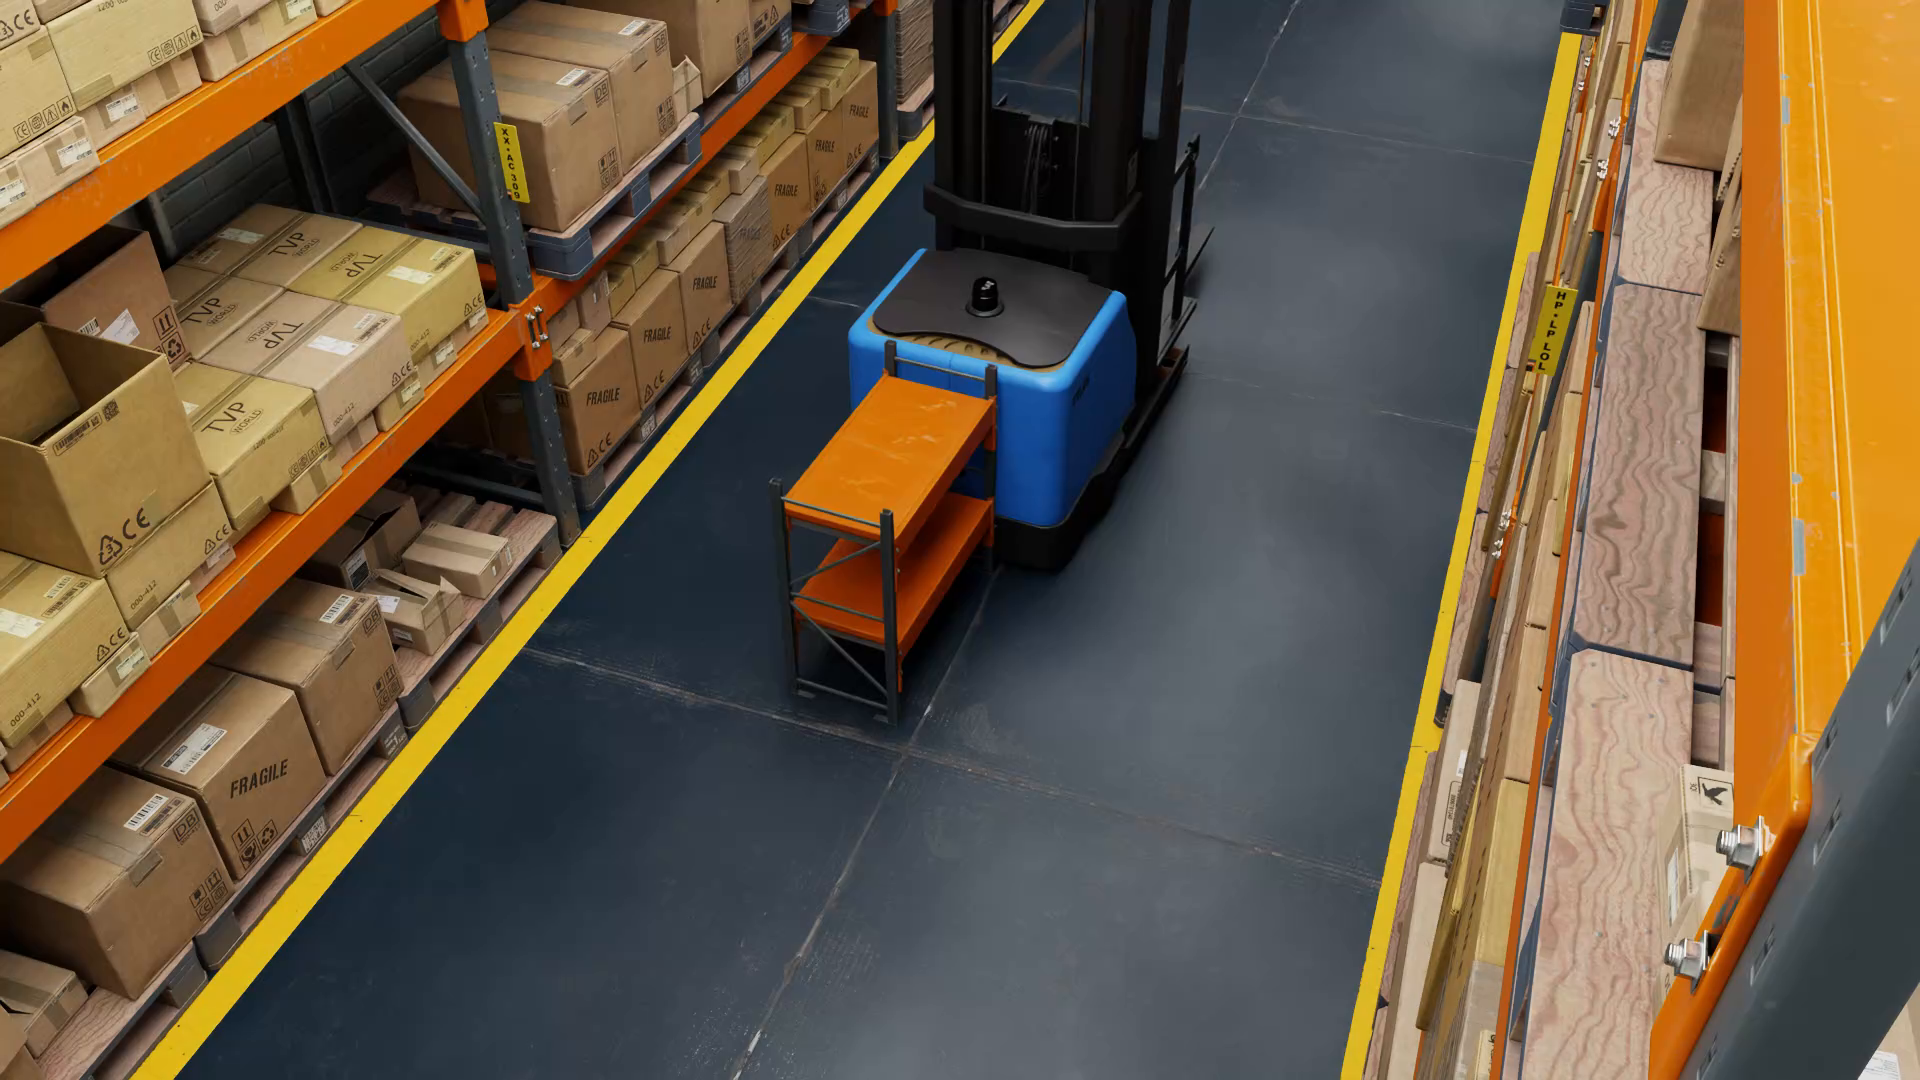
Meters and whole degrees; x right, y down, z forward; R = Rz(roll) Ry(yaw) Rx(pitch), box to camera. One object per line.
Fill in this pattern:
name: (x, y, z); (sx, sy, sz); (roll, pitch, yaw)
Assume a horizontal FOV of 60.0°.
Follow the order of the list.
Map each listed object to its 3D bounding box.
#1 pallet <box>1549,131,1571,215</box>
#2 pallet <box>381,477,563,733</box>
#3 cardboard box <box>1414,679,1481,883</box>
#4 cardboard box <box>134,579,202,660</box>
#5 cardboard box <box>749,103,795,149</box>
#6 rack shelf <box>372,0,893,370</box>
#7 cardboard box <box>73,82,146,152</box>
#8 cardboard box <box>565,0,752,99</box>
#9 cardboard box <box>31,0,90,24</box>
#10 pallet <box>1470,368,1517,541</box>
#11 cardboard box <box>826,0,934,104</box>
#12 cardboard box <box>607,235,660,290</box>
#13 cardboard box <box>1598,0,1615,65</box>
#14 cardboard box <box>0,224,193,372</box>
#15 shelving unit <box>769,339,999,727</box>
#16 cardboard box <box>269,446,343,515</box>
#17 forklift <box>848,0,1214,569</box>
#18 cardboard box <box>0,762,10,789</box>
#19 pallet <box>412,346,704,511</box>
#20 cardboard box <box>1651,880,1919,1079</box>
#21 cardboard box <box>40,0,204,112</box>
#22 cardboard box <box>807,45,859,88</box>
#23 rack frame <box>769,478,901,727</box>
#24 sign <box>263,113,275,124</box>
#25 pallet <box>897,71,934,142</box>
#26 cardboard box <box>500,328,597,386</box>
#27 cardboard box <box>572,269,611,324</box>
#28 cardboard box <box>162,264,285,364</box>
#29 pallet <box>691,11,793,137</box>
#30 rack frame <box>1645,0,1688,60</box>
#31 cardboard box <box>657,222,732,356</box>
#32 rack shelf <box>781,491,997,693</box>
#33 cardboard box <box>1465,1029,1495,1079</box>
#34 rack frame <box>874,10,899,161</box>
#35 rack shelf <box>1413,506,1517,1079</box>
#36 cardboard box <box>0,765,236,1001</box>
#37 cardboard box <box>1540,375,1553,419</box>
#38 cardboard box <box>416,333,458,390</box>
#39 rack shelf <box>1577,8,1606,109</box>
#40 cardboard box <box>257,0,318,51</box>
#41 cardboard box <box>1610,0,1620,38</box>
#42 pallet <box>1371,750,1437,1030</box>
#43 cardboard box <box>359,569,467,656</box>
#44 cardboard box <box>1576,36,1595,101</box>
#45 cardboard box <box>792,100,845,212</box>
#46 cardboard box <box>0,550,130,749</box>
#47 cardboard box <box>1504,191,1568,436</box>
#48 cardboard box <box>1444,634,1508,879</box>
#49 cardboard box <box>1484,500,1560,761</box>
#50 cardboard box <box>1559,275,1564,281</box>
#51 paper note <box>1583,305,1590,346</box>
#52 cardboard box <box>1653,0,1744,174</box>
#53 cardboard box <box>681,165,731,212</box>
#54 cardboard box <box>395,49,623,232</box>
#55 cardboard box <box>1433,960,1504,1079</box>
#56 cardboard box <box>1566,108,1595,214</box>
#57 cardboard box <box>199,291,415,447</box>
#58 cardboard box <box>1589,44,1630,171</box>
pallet: (4.053, -2.000, 9.885); (1.003, 0.211, 1.213); (13, 42, 15)
pallet: (-2.485, 0.235, 7.266); (1.003, 0.211, 1.213); (13, 42, 15)
cardboard box: (2.101, 1.029, 5.837); (0.875, 0.438, 0.875); (13, 42, 14)
cardboard box: (-2.688, 0.211, 5.338); (0.380, 0.149, 0.250); (14, 42, 16)
cardboard box: (-1.140, -2.307, 9.199); (0.380, 0.149, 0.250); (14, 43, 16)
rack shelf: (-1.565, -2.191, 8.514); (1.077, 0.370, 4.000); (13, 42, 15)
cardboard box: (-2.568, -1.234, 4.722); (0.380, 0.149, 0.250); (14, 42, 16)
cardboard box: (-1.428, -2.482, 7.901); (0.700, 0.500, 0.500); (13, 42, 15)
cardboard box: (-2.542, -1.652, 4.519); (0.500, 0.250, 0.500); (14, 42, 16)
pallet: (3.026, -0.318, 7.914); (1.003, 0.211, 1.213); (13, 42, 15)
cardboard box: (-0.655, -3.318, 10.787); (0.875, 0.625, 0.625); (15, 43, 16)
cardboard box: (-1.696, -1.375, 8.107); (0.380, 0.149, 0.250); (13, 42, 14)
cardboard box: (3.379, -2.464, 8.011); (0.500, 0.250, 0.500); (13, 42, 15)
cardboard box: (-3.008, -0.737, 5.564); (0.500, 0.500, 0.500); (12, 42, 14)
shelving unit: (-0.280, -0.037, 6.881); (0.538, 1.125, 1.048); (15, 43, 17)
cardboard box: (-2.431, -0.255, 5.885); (0.380, 0.149, 0.250); (13, 42, 14)
forklift: (0.546, -1.945, 7.725); (1.130, 2.935, 3.031); (15, 43, 17)
cardboard box: (-3.002, 0.677, 4.792); (0.380, 0.149, 0.250); (15, 43, 16)
pallet: (-2.006, -0.688, 8.348); (1.003, 0.211, 1.213); (13, 42, 15)
cardboard box: (1.118, 0.718, 1.954); (0.500, 0.250, 0.500); (10, 41, 11)
cardboard box: (-2.532, -1.463, 4.682); (0.500, 0.250, 0.500); (14, 42, 16)
cardboard box: (-0.812, -2.782, 9.756); (0.380, 0.149, 0.250); (11, 42, 13)
rack frame: (-0.480, 0.266, 6.525); (0.500, 1.125, 0.032); (15, 43, 17)
sign: (-2.772, -1.806, 6.617); (0.100, 0.325, 0.005); (13, 42, 15)
pallet: (-0.563, -3.117, 11.194); (1.003, 0.211, 1.213); (13, 42, 15)
cardboard box: (-1.876, -0.860, 7.503); (0.380, 0.149, 0.250); (15, 43, 17)
cardboard box: (-1.832, -1.142, 7.605); (0.380, 0.149, 0.250); (11, 42, 13)
cardboard box: (-2.837, -0.751, 6.159); (0.500, 0.250, 0.500); (13, 42, 15)
pallet: (-1.542, -2.424, 8.382); (1.003, 0.211, 1.213); (13, 42, 15)
rack frame: (2.417, -2.427, 3.615); (1.000, 3.000, 0.127); (13, 42, 15)
cardboard box: (-1.524, -1.329, 8.552); (0.500, 0.500, 0.500); (12, 42, 14)
rack shelf: (-0.280, 0.149, 7.039); (0.538, 0.278, 1.000); (15, 43, 17)
cardboard box: (1.057, 1.030, 2.838); (0.380, 0.149, 0.250); (13, 42, 15)
rack frame: (-0.881, -3.684, 9.711); (1.000, 3.000, 0.127); (13, 42, 15)
rack shelf: (1.733, 1.348, 4.366); (1.077, 0.370, 4.000); (13, 42, 15)
cardboard box: (-2.989, 1.122, 5.680); (0.700, 0.500, 0.500); (15, 43, 17)
cardboard box: (2.339, -0.601, 5.827); (0.500, 0.250, 0.500); (13, 42, 15)
cardboard box: (-2.189, -0.735, 6.447); (0.380, 0.149, 0.250); (14, 43, 16)
rack shelf: (4.469, -3.531, 10.085); (1.077, 0.370, 4.000); (13, 42, 15)
cardboard box: (-2.281, -1.695, 5.261); (0.380, 0.149, 0.250); (15, 43, 17)
cardboard box: (3.226, -2.452, 7.419); (0.500, 0.500, 0.500); (13, 42, 15)
pallet: (2.083, 1.362, 5.944); (1.003, 0.211, 1.213); (13, 42, 15)
cardboard box: (-2.285, 0.259, 6.872); (0.396, 0.266, 0.258); (15, 43, 17)
cardboard box: (4.497, -3.000, 10.610); (0.950, 0.372, 0.625); (15, 43, 17)
cardboard box: (-1.005, -2.284, 9.672); (0.500, 0.500, 0.500); (13, 42, 14)
cardboard box: (-2.866, 0.305, 4.922); (0.500, 0.250, 0.500); (13, 42, 14)
cardboard box: (3.162, -0.990, 7.867); (0.875, 0.875, 0.875); (14, 42, 16)
cardboard box: (1.658, 0.653, 4.550); (0.500, 0.500, 0.500); (14, 42, 15)
cardboard box: (1.662, 0.290, 4.205); (0.500, 0.500, 0.500); (14, 42, 16)
cardboard box: (2.699, -1.031, 6.717); (0.500, 0.250, 0.500); (12, 42, 14)
paper note: (1.220, -0.418, 3.245); (0.006, 0.032, 0.123); (13, 42, 15)
cardboard box: (2.018, -1.210, 4.022); (0.500, 0.500, 0.500); (14, 42, 16)
cardboard box: (-1.424, -1.841, 8.653); (0.380, 0.149, 0.250); (13, 42, 15)
cardboard box: (-1.873, -1.688, 6.970); (0.700, 0.500, 0.500); (14, 43, 16)
cardboard box: (1.141, 1.204, 3.134); (0.500, 0.500, 0.500); (13, 42, 15)
cardboard box: (2.834, -1.541, 6.929); (0.500, 0.250, 0.500); (14, 42, 16)
cardboard box: (-2.351, -0.627, 6.014); (0.500, 0.250, 0.500); (13, 42, 15)
cardboard box: (2.696, -1.514, 6.319); (0.500, 0.500, 0.500); (15, 43, 16)
